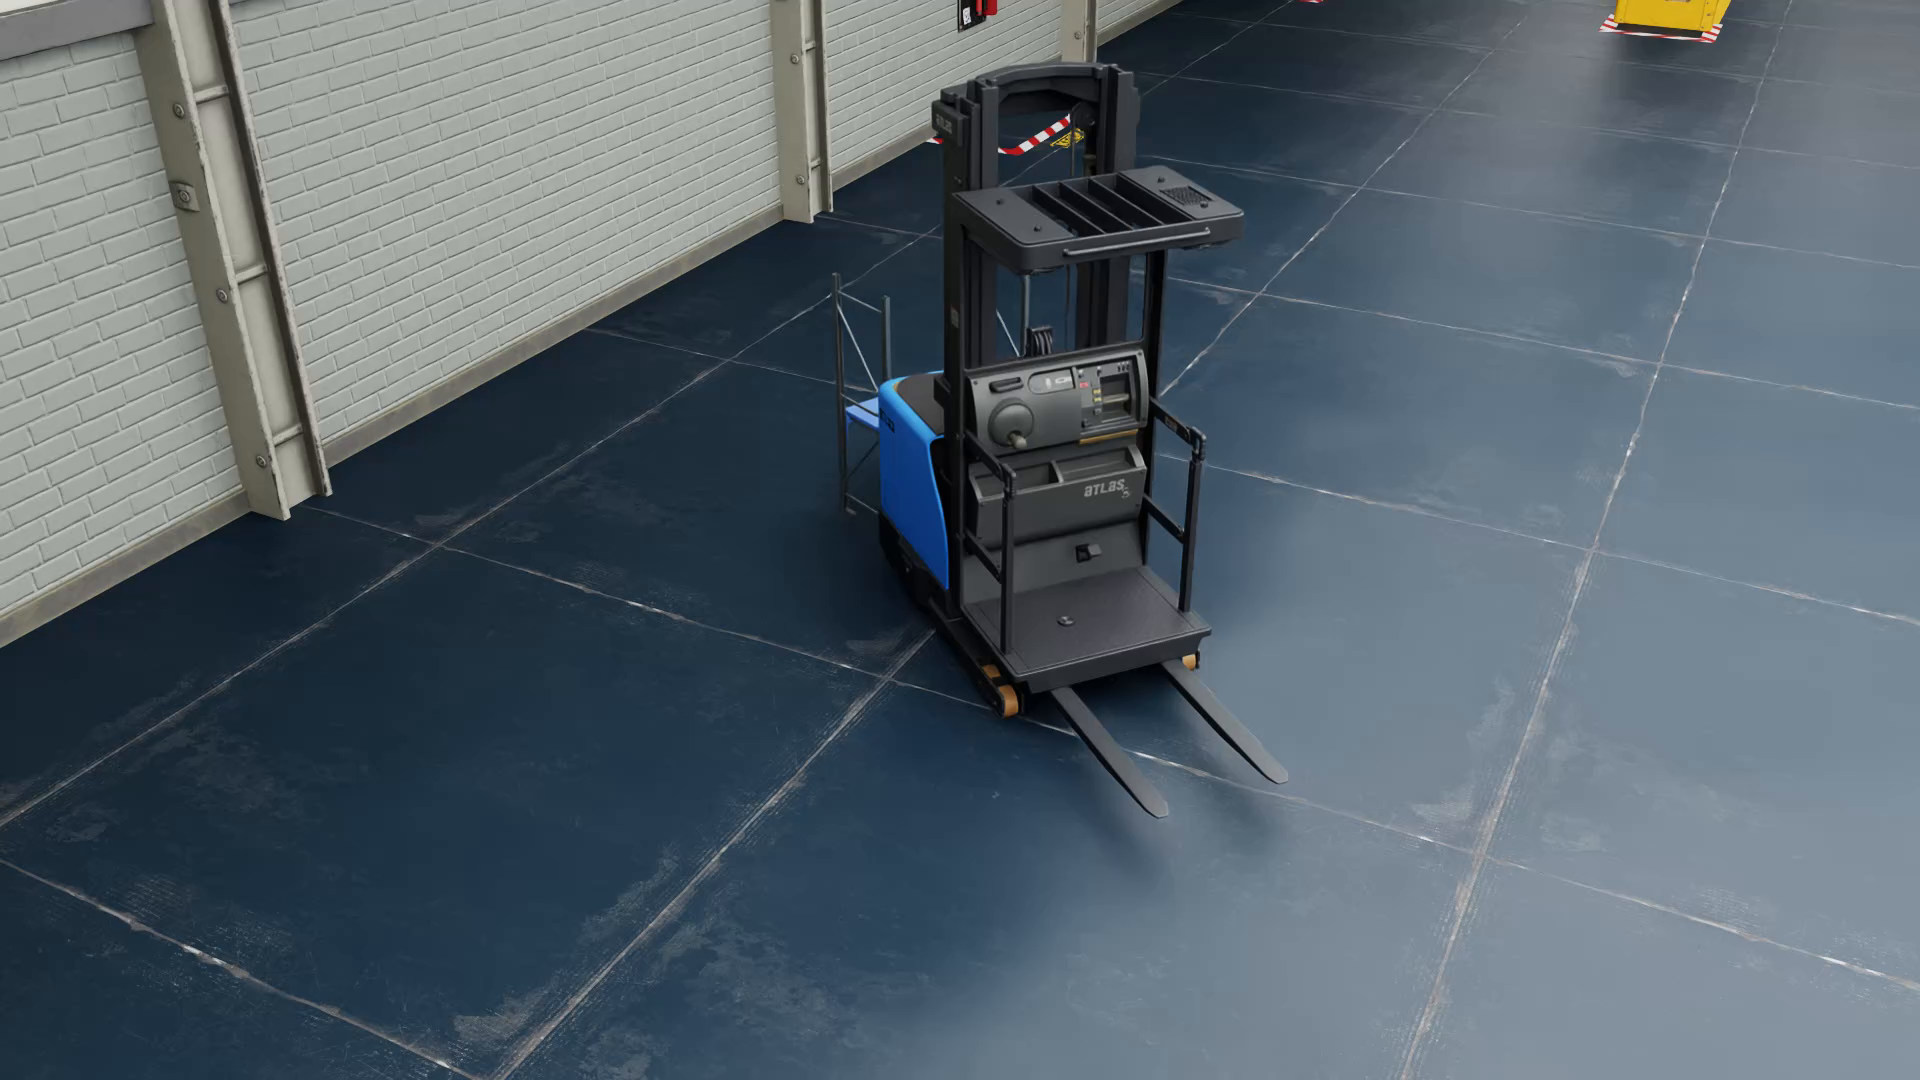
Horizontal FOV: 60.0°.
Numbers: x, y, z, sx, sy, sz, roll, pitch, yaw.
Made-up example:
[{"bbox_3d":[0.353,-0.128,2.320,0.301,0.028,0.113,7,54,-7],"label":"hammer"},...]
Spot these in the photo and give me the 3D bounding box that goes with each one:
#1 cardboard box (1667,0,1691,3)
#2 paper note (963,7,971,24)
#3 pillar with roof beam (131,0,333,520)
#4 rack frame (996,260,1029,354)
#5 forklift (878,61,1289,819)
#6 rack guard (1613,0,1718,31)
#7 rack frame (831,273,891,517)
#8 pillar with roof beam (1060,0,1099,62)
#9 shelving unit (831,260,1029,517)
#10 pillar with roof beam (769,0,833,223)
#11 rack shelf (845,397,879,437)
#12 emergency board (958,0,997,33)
[{"bbox_3d":[9.413,-7.067,21.384,0.500,0.250,0.500,14,33,23],"label":"cardboard box"},{"bbox_3d":[0.072,-5.327,16.899,0.016,0.148,0.142,14,33,23],"label":"paper note"},{"bbox_3d":[-0.260,-3.164,6.224,9.100,9.000,0.400,14,33,23],"label":"pillar with roof beam"},{"bbox_3d":[0.232,-1.076,10.117,0.032,1.500,0.500,-22,37,-34],"label":"rack frame"},{"bbox_3d":[0.575,-0.632,7.908,1.130,2.935,3.031,-12,32,-20],"label":"forklift"},{"bbox_3d":[8.959,-6.796,21.082,1.175,0.500,0.348,14,33,23],"label":"rack guard"},{"bbox_3d":[-0.552,-0.754,9.556,0.032,1.500,0.500,-22,37,-34],"label":"rack frame"},{"bbox_3d":[5.207,-8.484,15.487,9.100,9.000,0.400,14,33,23],"label":"pillar with roof beam"},{"bbox_3d":[-0.160,-0.915,9.837,1.048,1.500,0.538,-22,37,-34],"label":"shelving unit"},{"bbox_3d":[2.473,-5.824,10.856,9.100,9.000,0.400,14,33,23],"label":"pillar with roof beam"},{"bbox_3d":[-0.160,-0.759,9.926,1.000,0.185,0.538,-22,37,-34],"label":"rack shelf"},{"bbox_3d":[0.215,-5.772,16.789,0.194,1.169,0.643,14,33,23],"label":"emergency board"}]
